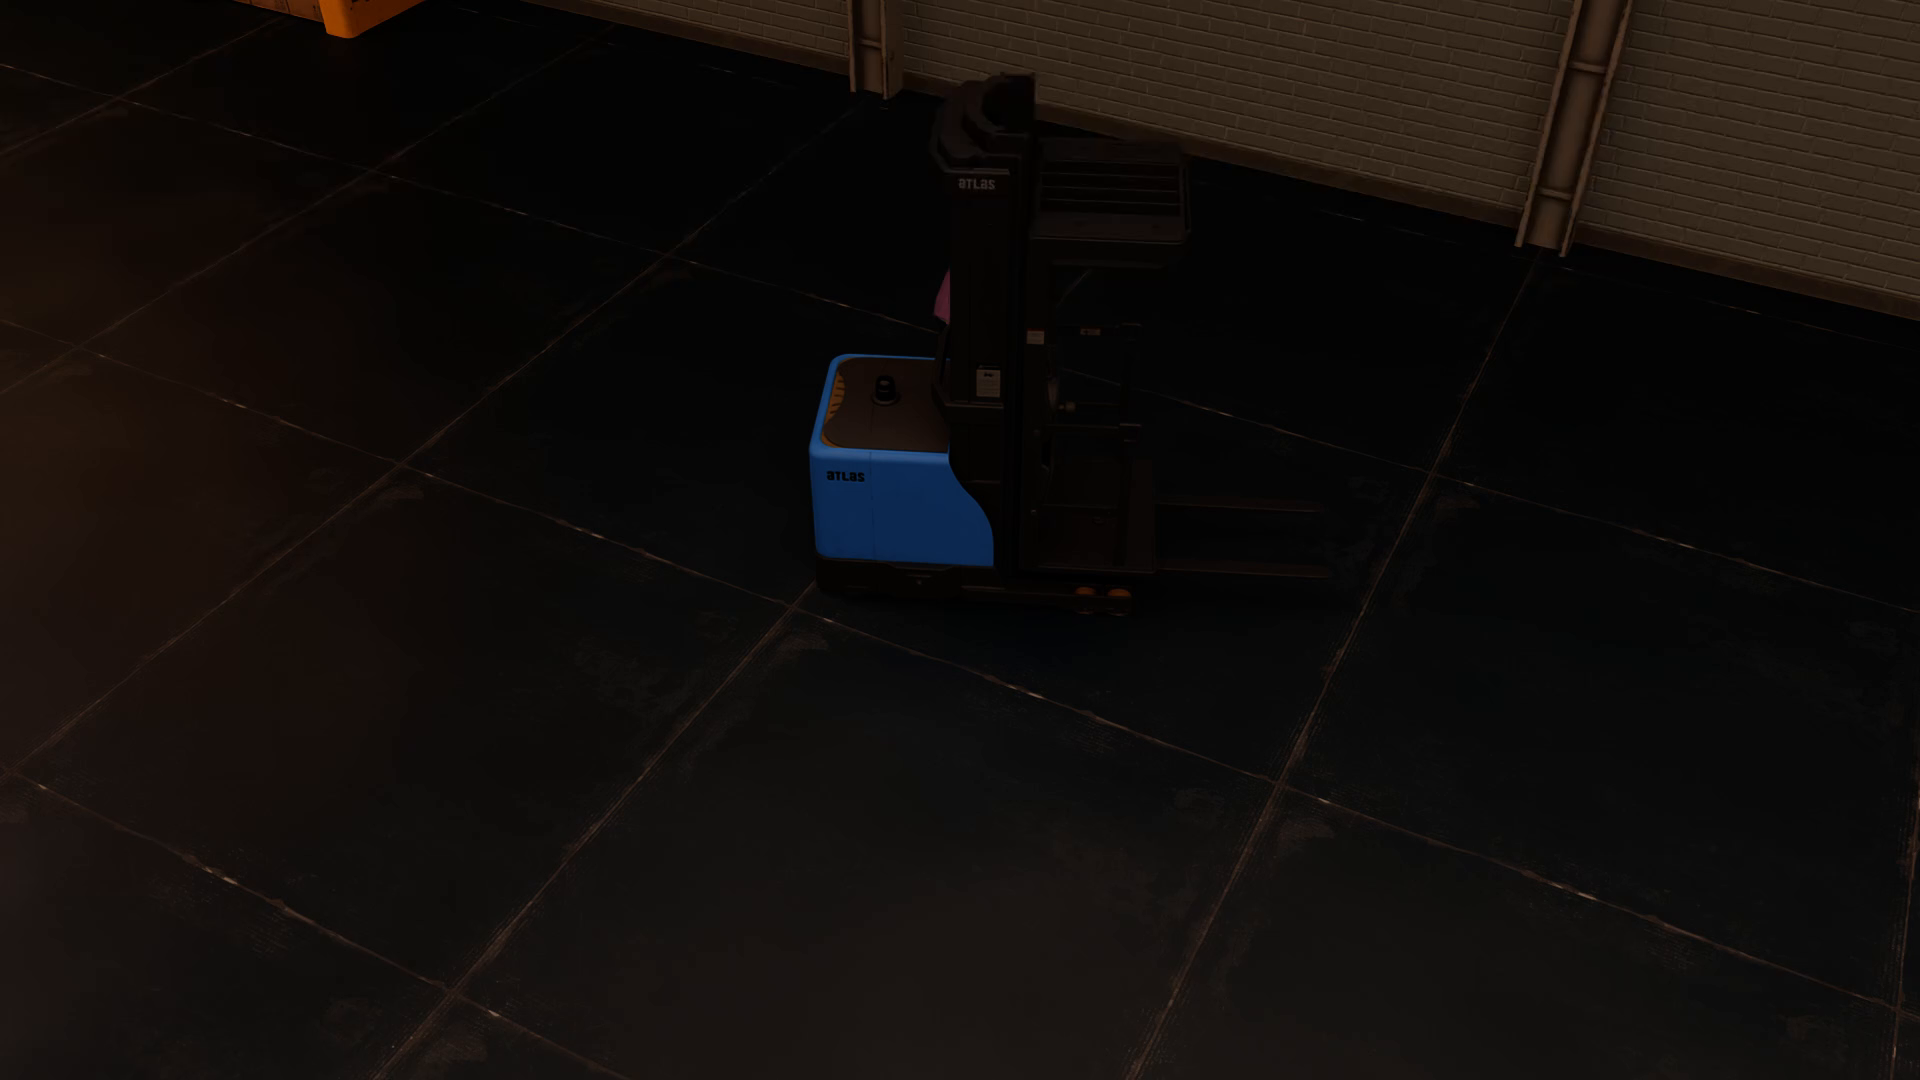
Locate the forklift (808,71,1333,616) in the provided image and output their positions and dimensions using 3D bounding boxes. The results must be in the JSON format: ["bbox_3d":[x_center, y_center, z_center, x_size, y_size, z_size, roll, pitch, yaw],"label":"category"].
[{"bbox_3d":[0.687,-1.033,9.214,3.031,2.935,1.130,3,40,4],"label":"forklift"}]

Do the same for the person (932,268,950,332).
[{"bbox_3d":[0.288,-1.473,10.980,0.937,1.343,0.827,-22,45,-24],"label":"person"}]
